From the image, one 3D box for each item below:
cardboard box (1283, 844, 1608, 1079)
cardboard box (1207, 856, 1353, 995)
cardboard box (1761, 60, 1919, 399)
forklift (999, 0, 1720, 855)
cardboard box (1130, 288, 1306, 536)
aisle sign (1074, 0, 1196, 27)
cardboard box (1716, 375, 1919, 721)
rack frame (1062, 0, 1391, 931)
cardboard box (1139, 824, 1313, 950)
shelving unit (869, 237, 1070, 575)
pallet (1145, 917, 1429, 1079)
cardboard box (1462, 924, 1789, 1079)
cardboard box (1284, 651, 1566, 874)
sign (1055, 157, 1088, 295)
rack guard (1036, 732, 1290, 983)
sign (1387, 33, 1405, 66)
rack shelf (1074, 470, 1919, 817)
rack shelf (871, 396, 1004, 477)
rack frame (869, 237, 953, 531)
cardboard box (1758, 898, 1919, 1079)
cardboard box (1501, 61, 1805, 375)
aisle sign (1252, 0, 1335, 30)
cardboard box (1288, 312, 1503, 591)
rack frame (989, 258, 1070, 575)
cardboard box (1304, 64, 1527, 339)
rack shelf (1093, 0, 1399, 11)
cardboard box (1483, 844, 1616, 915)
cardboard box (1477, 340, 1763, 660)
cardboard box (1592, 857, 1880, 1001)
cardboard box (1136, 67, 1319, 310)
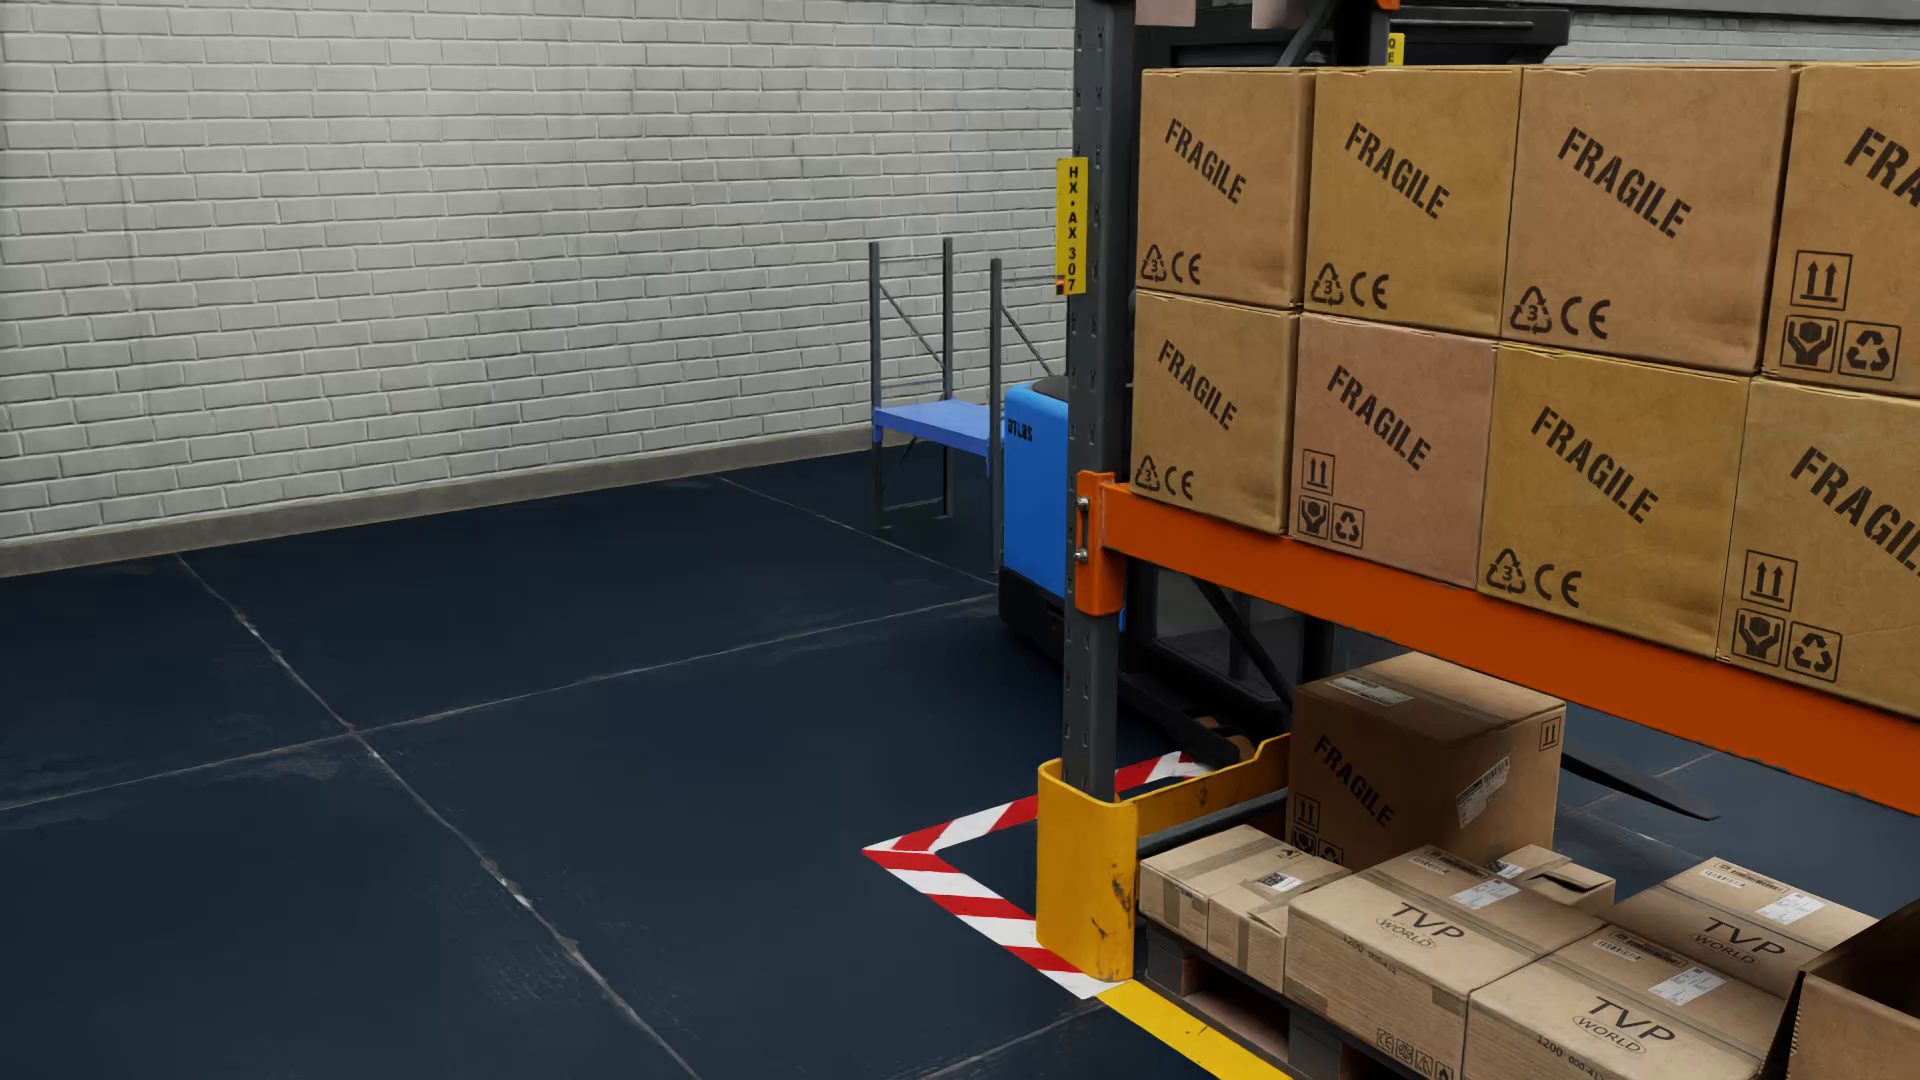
[{"bbox_3d":[1.096,0.955,3.780,0.500,0.250,0.500,-11,19,-35],"label":"cardboard box"},{"bbox_3d":[0.827,0.924,4.050,0.380,0.166,0.250,-11,19,-35],"label":"cardboard box"},{"bbox_3d":[1.663,-0.494,2.617,0.500,0.500,0.500,-11,19,-35],"label":"cardboard box"},{"bbox_3d":[1.255,-0.724,5.671,1.130,2.935,3.031,-7,17,-24],"label":"forklift"},{"bbox_3d":[0.759,-0.339,3.942,0.500,0.500,0.500,-10,18,-33],"label":"cardboard box"},{"bbox_3d":[0.434,-1.649,3.994,0.394,0.787,0.004,-11,19,-35],"label":"aisle sign"},{"bbox_3d":[1.652,-0.015,2.758,0.500,0.500,0.500,-11,19,-34],"label":"cardboard box"},{"bbox_3d":[0.712,-0.426,4.451,1.000,3.000,0.127,-11,19,-35],"label":"rack frame"},{"bbox_3d":[0.680,0.880,4.247,0.380,0.149,0.250,-11,19,-35],"label":"cardboard box"},{"bbox_3d":[0.050,-0.705,8.312,0.538,1.500,1.048,-11,19,-35],"label":"shelving unit"},{"bbox_3d":[1.226,1.105,4.138,1.003,0.211,1.213,-11,19,-35],"label":"pallet"},{"bbox_3d":[1.390,1.062,3.390,0.500,0.250,0.500,-11,19,-35],"label":"cardboard box"},{"bbox_3d":[1.231,0.645,4.438,0.500,0.500,0.500,-11,19,-35],"label":"cardboard box"},{"bbox_3d":[0.273,-0.759,4.028,0.100,0.325,0.005,-11,19,-35],"label":"sign"},{"bbox_3d":[0.756,0.796,4.721,1.175,0.500,0.348,-11,19,-35],"label":"rack guard"},{"bbox_3d":[1.173,-1.219,4.555,0.100,0.325,0.005,-11,19,-35],"label":"sign"},{"bbox_3d":[1.888,0.348,2.985,1.077,0.370,4.000,-11,19,-35],"label":"rack shelf"},{"bbox_3d":[0.050,-0.532,8.359,0.538,0.185,1.000,-11,19,-35],"label":"rack shelf"},{"bbox_3d":[-0.249,-0.814,8.708,0.500,1.500,0.032,-11,19,-35],"label":"rack frame"},{"bbox_3d":[1.955,1.020,3.064,0.797,0.503,0.637,-11,19,-35],"label":"cardboard box"},{"bbox_3d":[1.363,-0.603,3.013,0.500,0.500,0.500,-11,19,-34],"label":"cardboard box"},{"bbox_3d":[0.919,-1.742,4.334,0.394,0.787,0.004,-11,19,-35],"label":"aisle sign"},{"bbox_3d":[1.067,-0.229,3.542,0.500,0.500,0.500,-11,19,-35],"label":"cardboard box"},{"bbox_3d":[0.349,-0.597,7.915,0.500,1.500,0.032,-11,19,-35],"label":"rack frame"},{"bbox_3d":[1.073,-0.710,3.406,0.500,0.500,0.500,-11,19,-34],"label":"cardboard box"},{"bbox_3d":[1.888,-1.099,2.589,1.077,0.370,4.000,-11,19,-35],"label":"rack shelf"},{"bbox_3d":[1.396,0.907,4.115,0.380,0.166,0.250,-11,19,-35],"label":"cardboard box"},{"bbox_3d":[1.360,-0.122,3.149,0.500,0.500,0.500,-11,19,-35],"label":"cardboard box"},{"bbox_3d":[1.765,0.973,3.713,0.500,0.250,0.500,-11,19,-35],"label":"cardboard box"},{"bbox_3d":[0.759,-0.821,3.810,0.500,0.500,0.500,-10,18,-33],"label":"cardboard box"}]
